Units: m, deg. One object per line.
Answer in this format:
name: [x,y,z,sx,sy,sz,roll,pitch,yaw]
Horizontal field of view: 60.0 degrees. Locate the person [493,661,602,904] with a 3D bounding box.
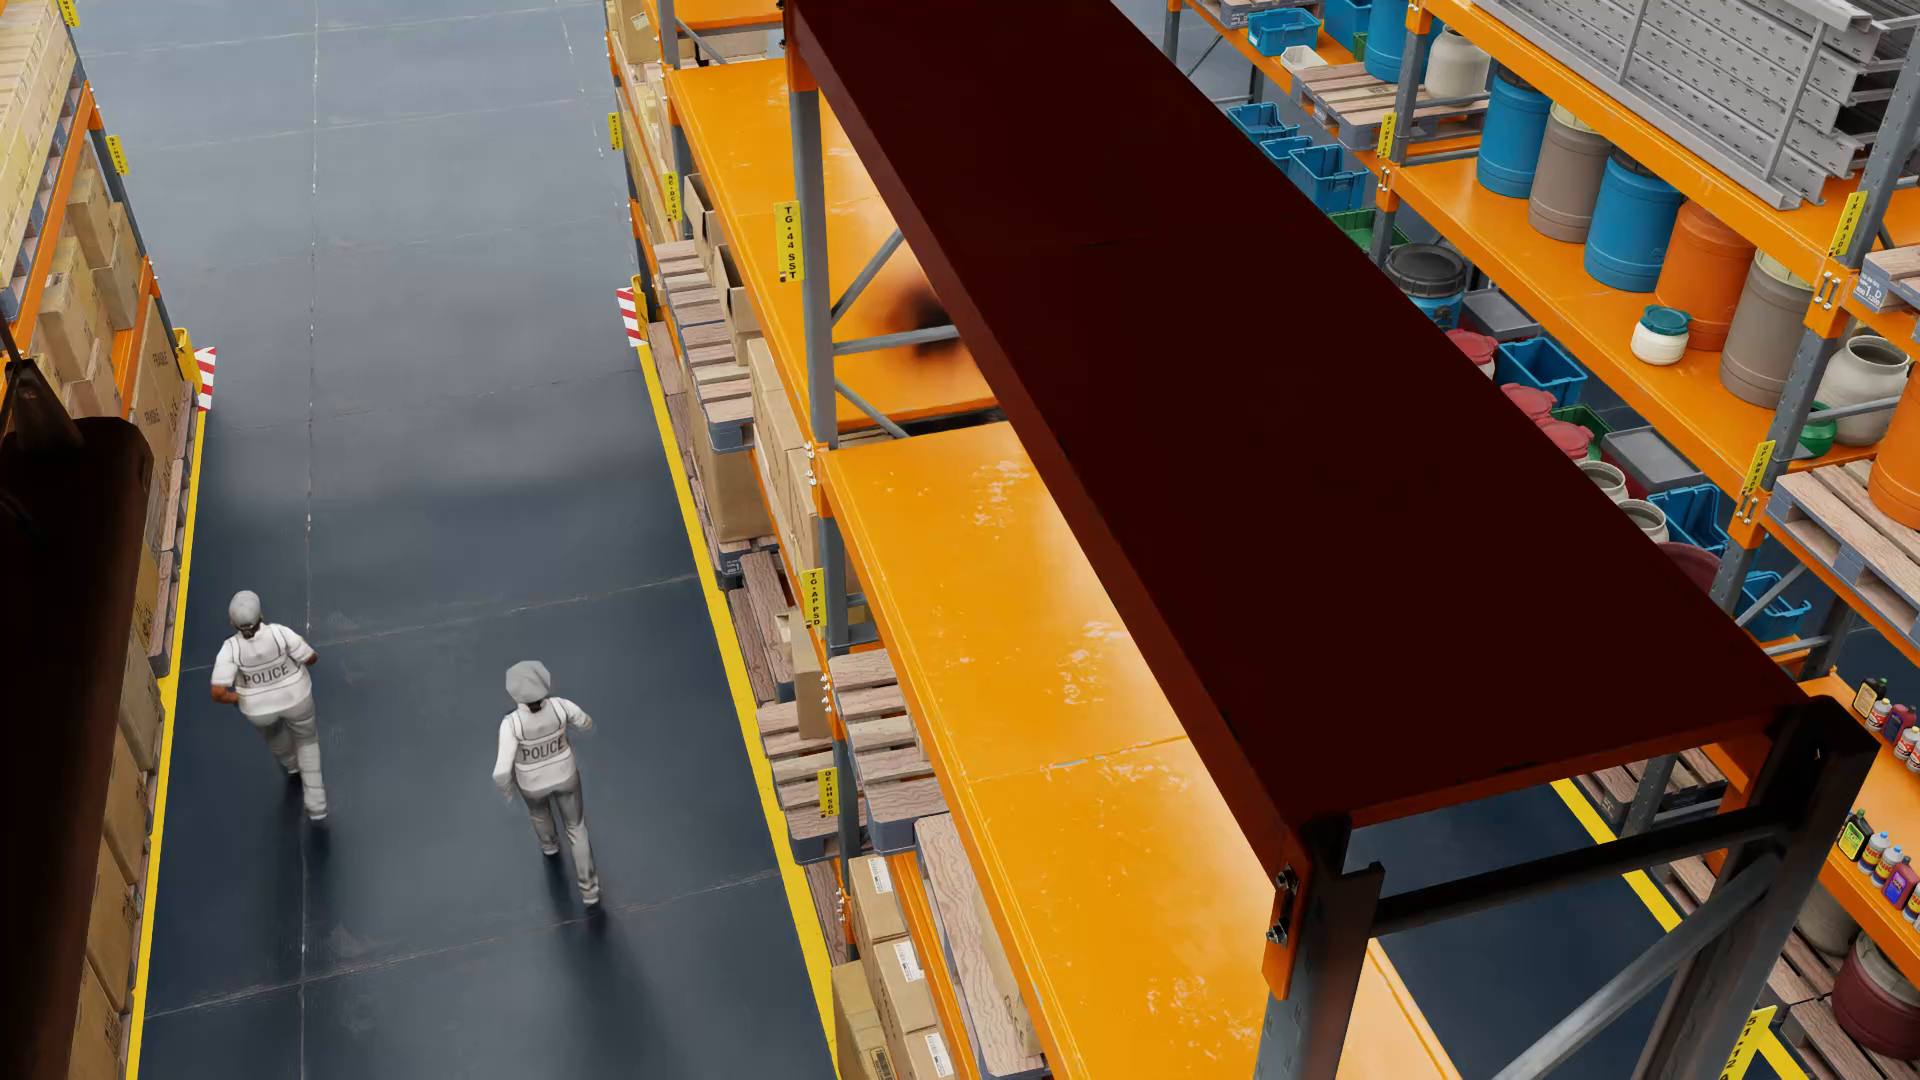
person: [-2.382,1.399,9.668,0.626,1.722,0.853,-16,41,-19]

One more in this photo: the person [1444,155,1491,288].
person: [4.572,-2.599,14.681,0.621,1.818,1.088,-9,39,-11]

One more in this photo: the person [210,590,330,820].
person: [-4.186,0.983,10.195,0.602,1.663,0.913,-13,40,-16]

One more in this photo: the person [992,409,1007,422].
person: [0.254,-1.079,12.789,0.715,1.735,0.826,-16,41,-20]
